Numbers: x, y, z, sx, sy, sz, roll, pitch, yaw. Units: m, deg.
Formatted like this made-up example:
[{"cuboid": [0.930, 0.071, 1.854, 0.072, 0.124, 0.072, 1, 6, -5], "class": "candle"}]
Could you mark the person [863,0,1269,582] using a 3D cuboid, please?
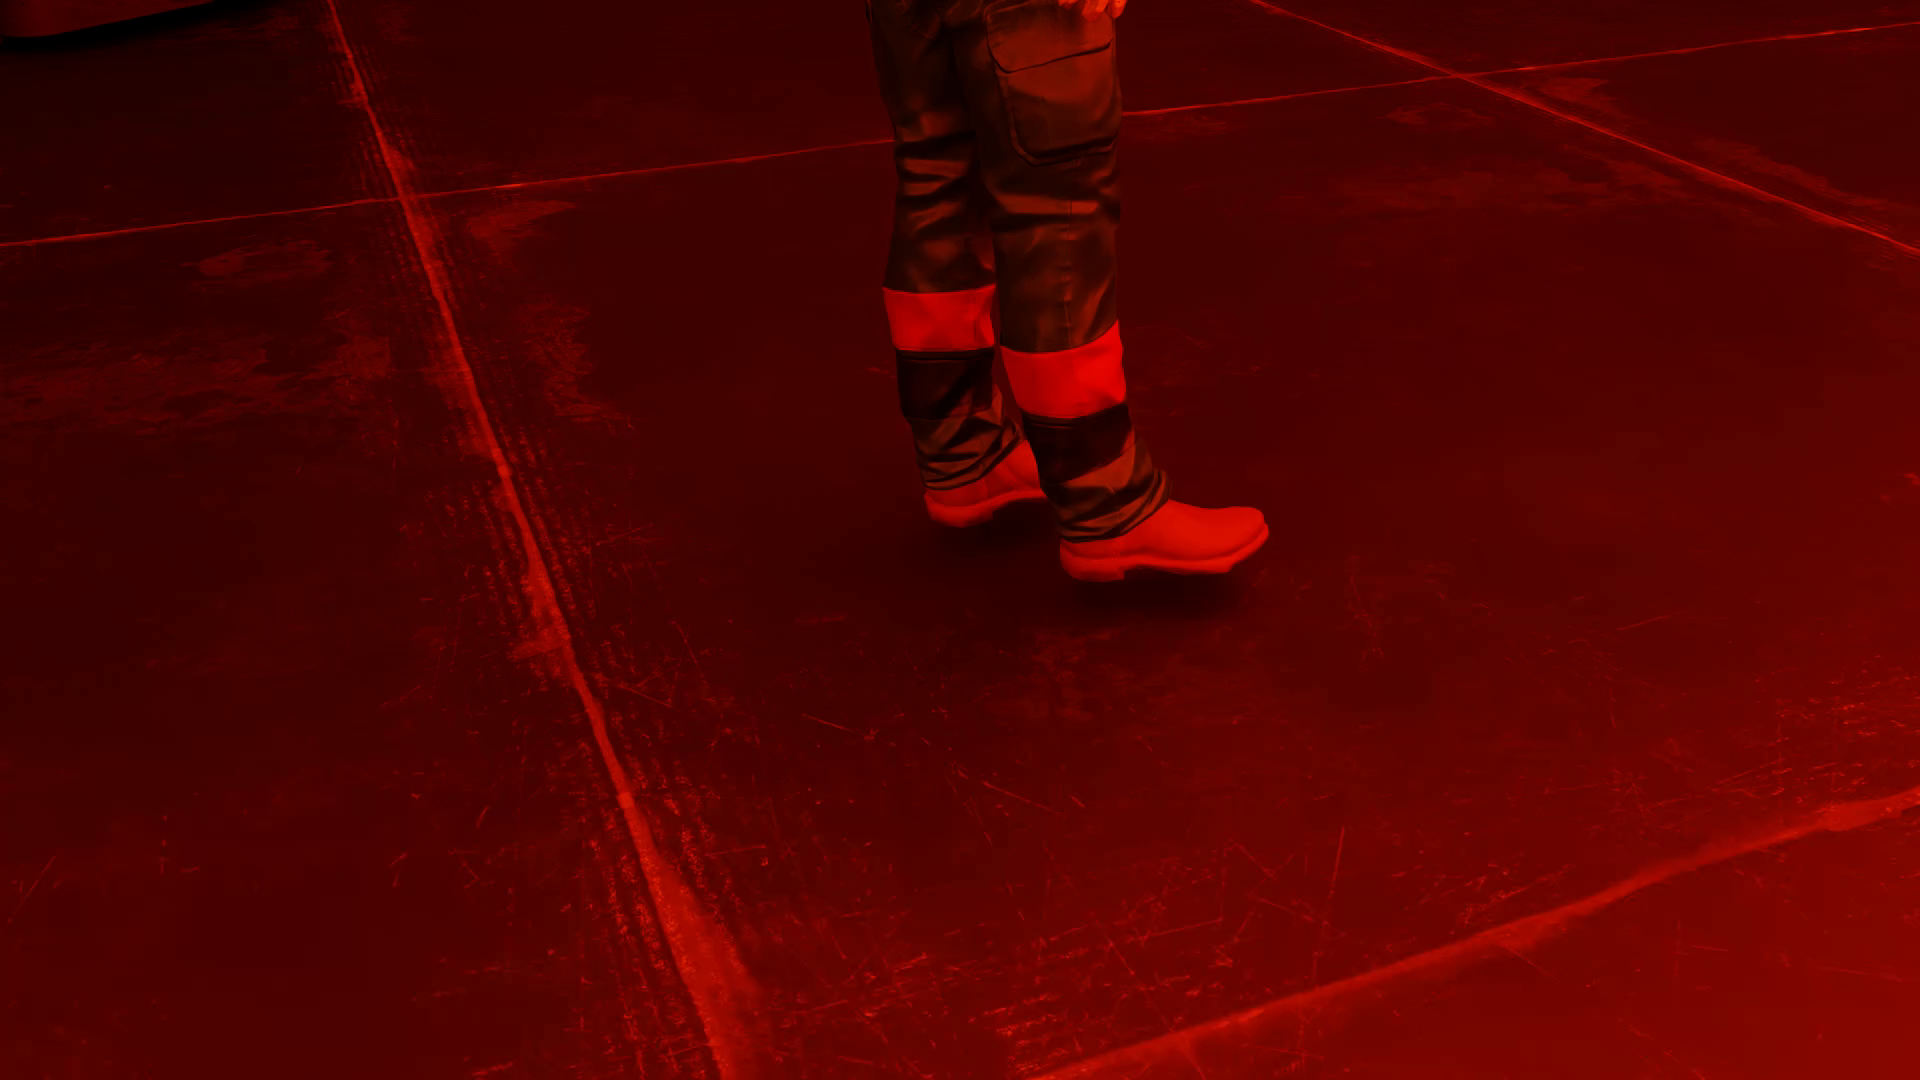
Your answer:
[{"cuboid": [0.078, -0.828, 2.050, 0.564, 1.787, 0.637, -11, 32, -19], "class": "person"}]

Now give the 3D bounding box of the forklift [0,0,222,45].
[{"cuboid": [-3.782, -3.329, 5.384, 3.031, 2.935, 1.130, 18, 34, 28], "class": "forklift"}]
